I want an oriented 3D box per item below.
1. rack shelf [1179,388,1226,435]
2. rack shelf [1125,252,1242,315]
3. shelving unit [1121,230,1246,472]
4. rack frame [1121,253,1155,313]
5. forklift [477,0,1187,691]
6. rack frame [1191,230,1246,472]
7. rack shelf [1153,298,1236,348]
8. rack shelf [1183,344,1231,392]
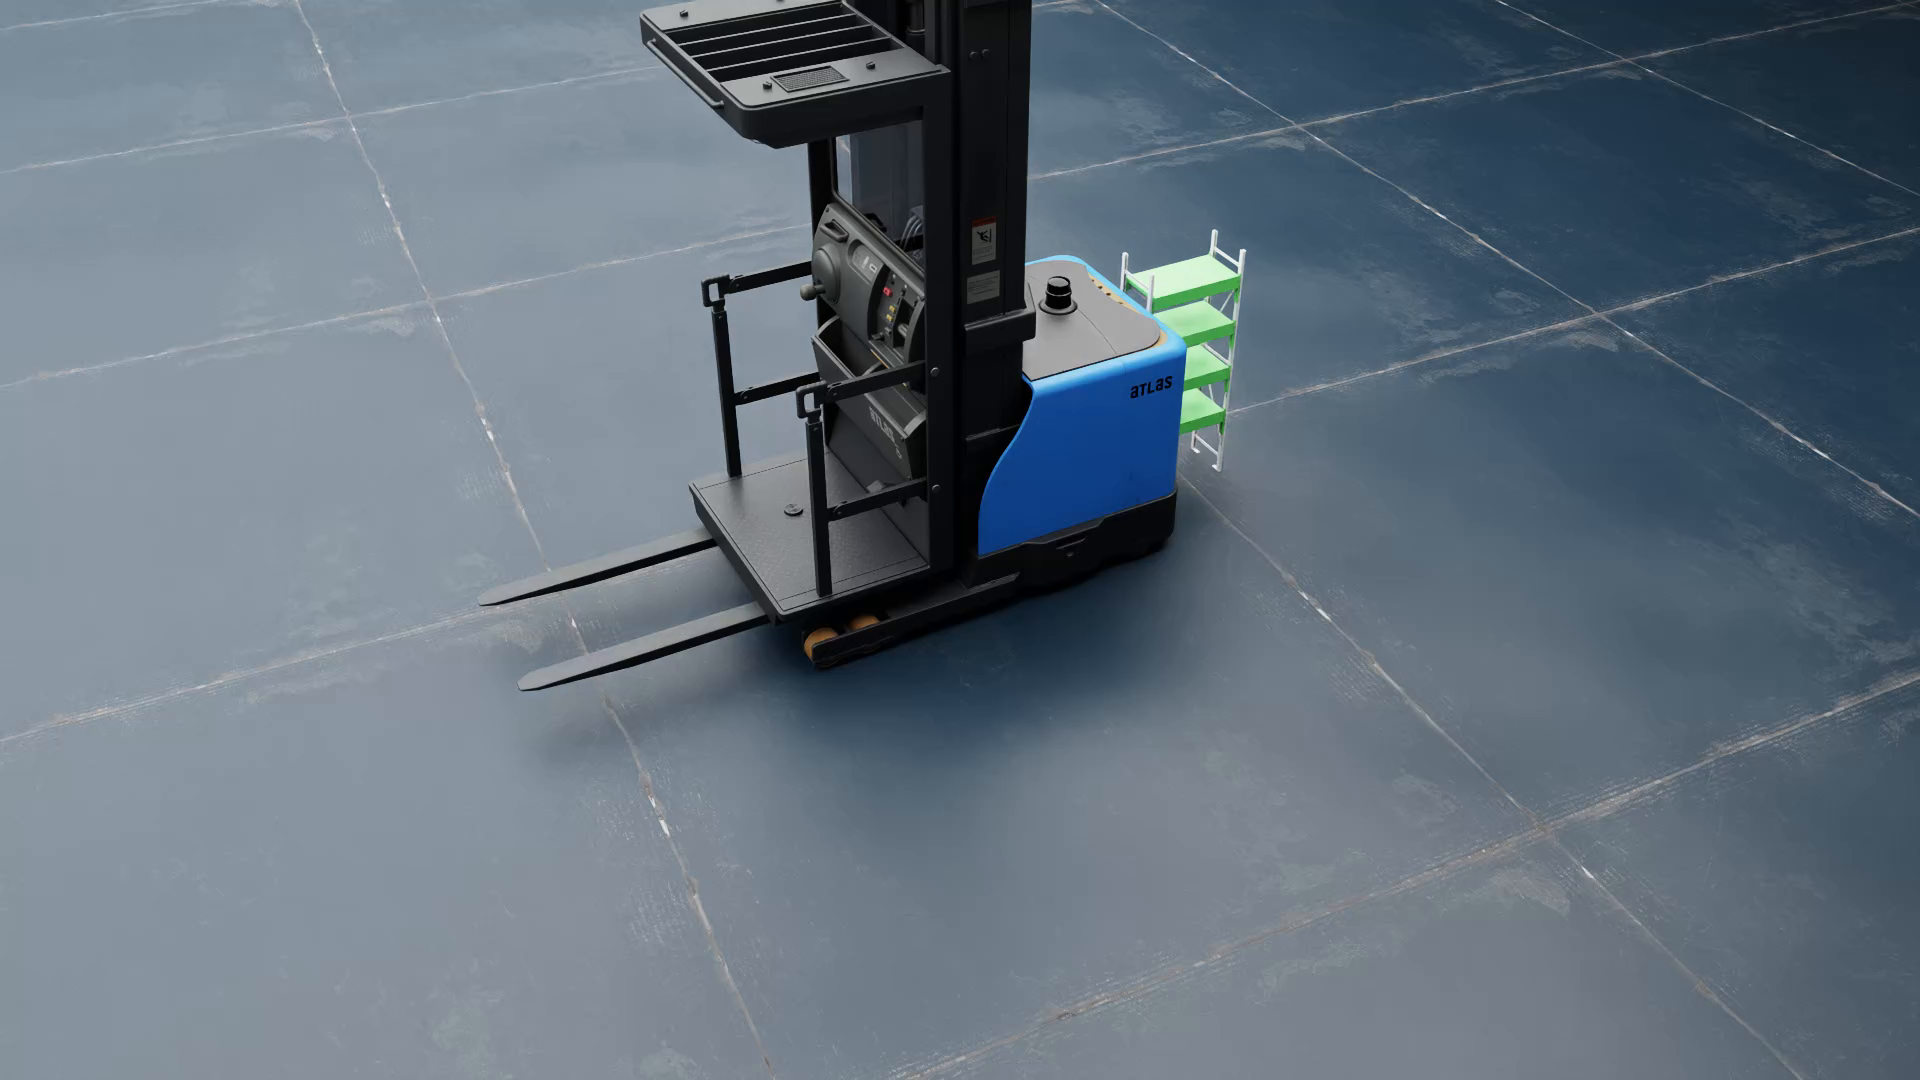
[{"bbox_3d":[1.010,-0.570,8.021,0.480,0.148,0.258,-18,40,-22],"label":"rack shelf"},{"bbox_3d":[1.010,-1.148,7.592,0.480,0.148,0.258,-18,40,-22],"label":"rack shelf"},{"bbox_3d":[1.010,-0.814,7.840,0.503,1.200,0.258,-18,40,-22],"label":"shelving unit"},{"bbox_3d":[0.794,-0.745,7.748,0.015,1.200,0.240,-18,40,-22],"label":"rack frame"},{"bbox_3d":[-0.557,-1.001,6.639,3.031,2.935,1.130,-18,40,-22],"label":"forklift"},{"bbox_3d":[1.225,-0.882,7.932,0.015,1.200,0.240,-18,40,-22],"label":"rack frame"},{"bbox_3d":[1.010,-0.955,7.735,0.480,0.148,0.258,-18,40,-22],"label":"rack shelf"},{"bbox_3d":[1.010,-0.762,7.878,0.480,0.148,0.258,-18,40,-22],"label":"rack shelf"}]
